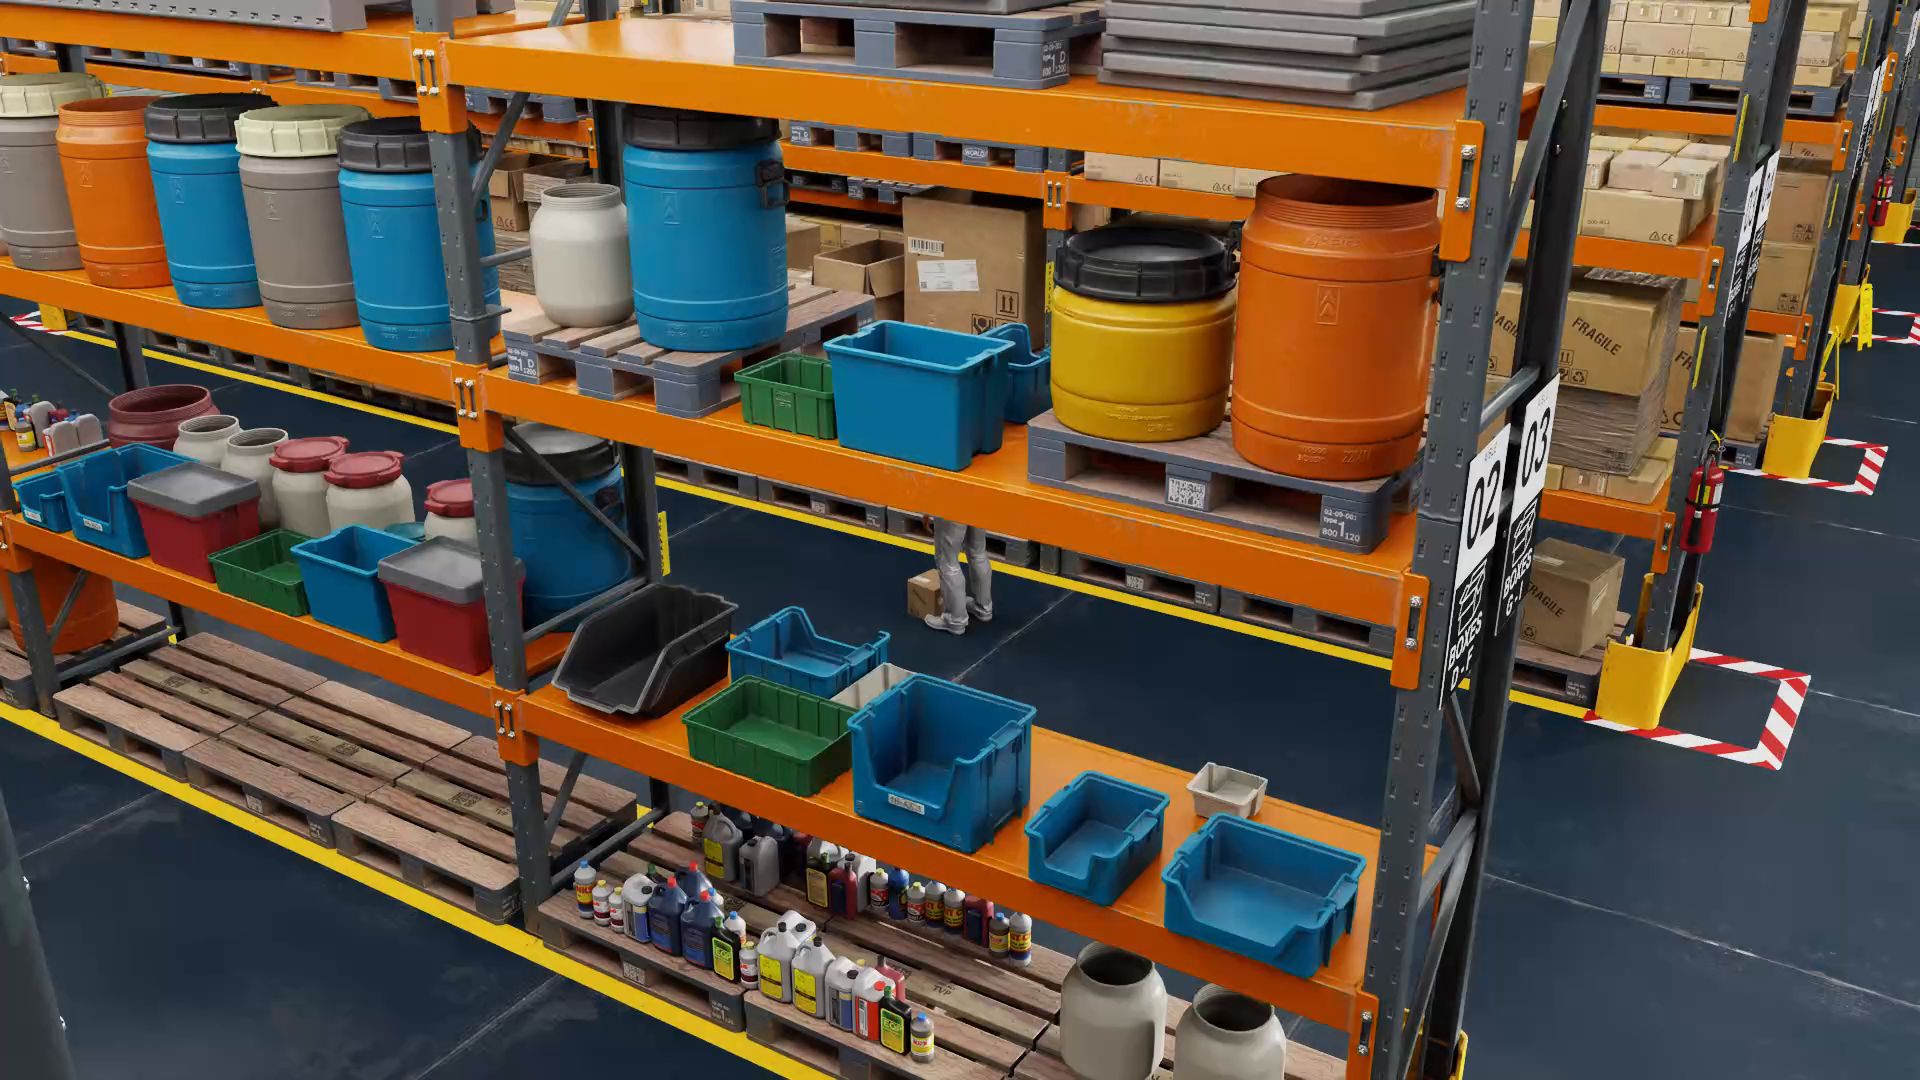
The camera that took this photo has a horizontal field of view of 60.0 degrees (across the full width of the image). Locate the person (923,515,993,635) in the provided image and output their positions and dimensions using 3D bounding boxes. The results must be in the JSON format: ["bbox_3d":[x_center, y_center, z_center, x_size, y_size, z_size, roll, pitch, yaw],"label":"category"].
[{"bbox_3d":[0.001,-0.259,10.682,0.626,1.760,0.461,-21,31,-40],"label":"person"}]
